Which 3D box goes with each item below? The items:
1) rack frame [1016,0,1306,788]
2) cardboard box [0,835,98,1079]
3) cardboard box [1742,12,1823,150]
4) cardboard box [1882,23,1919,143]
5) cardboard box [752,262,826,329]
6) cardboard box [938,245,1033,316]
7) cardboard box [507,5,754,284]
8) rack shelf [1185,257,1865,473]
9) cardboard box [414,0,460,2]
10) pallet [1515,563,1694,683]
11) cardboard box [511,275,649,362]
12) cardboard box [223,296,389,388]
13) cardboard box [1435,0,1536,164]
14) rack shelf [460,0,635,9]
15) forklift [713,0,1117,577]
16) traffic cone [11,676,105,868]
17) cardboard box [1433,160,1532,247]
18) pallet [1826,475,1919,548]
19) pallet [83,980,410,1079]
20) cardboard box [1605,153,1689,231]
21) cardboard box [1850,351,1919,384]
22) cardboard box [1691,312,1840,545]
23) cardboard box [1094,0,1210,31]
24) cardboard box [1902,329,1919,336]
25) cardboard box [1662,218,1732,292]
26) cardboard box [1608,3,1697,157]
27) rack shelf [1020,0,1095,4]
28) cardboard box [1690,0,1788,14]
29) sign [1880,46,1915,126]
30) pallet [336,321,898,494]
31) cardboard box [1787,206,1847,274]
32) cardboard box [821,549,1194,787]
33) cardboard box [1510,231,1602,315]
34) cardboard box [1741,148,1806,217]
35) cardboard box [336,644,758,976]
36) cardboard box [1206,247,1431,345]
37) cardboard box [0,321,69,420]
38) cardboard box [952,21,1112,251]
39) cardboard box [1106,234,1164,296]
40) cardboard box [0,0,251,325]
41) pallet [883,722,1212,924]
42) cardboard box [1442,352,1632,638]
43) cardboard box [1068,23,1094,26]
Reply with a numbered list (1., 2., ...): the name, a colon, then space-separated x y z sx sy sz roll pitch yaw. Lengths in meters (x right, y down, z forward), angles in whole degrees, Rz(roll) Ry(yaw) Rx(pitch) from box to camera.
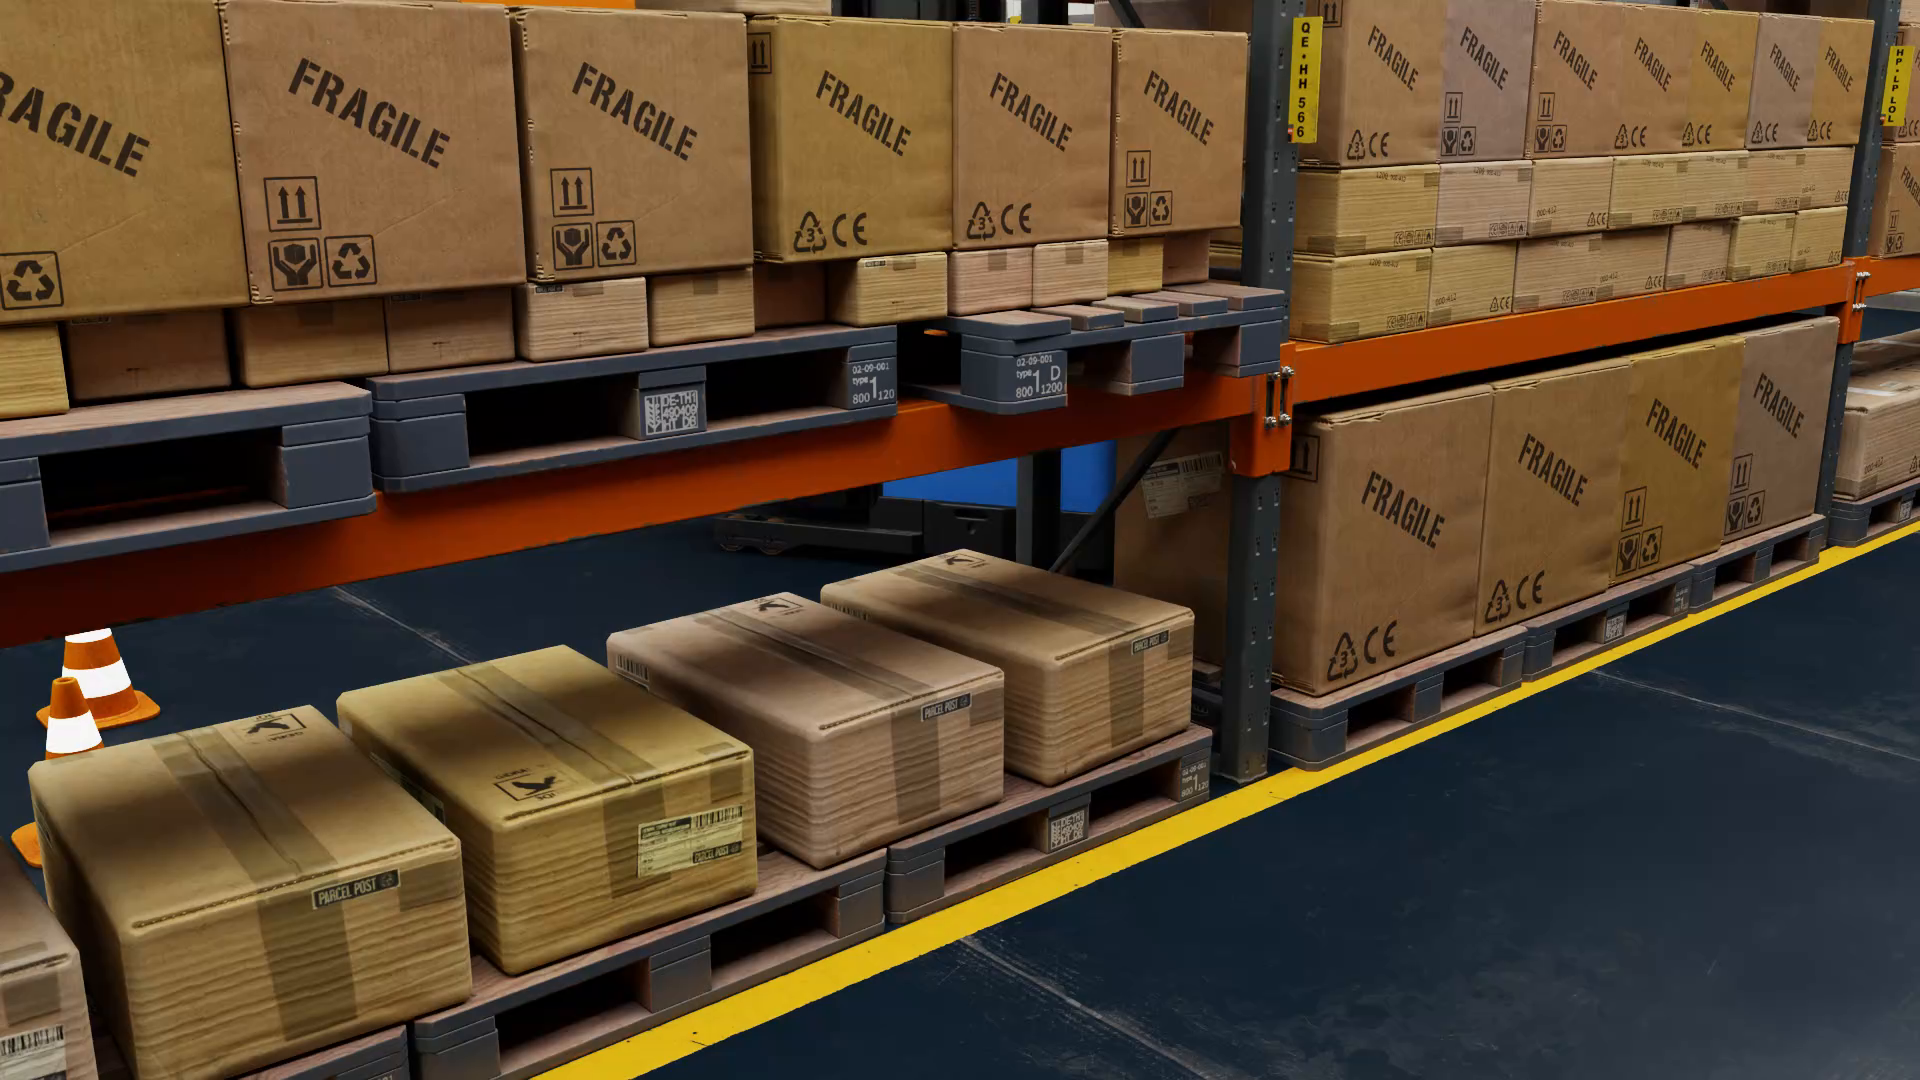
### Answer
1. rack frame: 0.559 -0.816 4.991 0.127 3.000 1.000 -13 19 -39
2. cardboard box: -2.064 0.839 3.074 0.625 0.372 0.950 -12 19 -39
3. cardboard box: 3.019 -1.811 6.586 0.500 0.500 0.500 -12 19 -38
4. cardboard box: 4.095 -2.058 7.511 0.500 0.500 0.500 -12 19 -39
5. cardboard box: -0.515 -0.576 3.769 0.250 0.149 0.380 -12 19 -39
6. cardboard box: -0.044 -0.644 4.021 0.250 0.149 0.380 -14 20 -42
7. cardboard box: -0.776 -0.812 3.392 0.500 0.500 0.500 -14 20 -42
8. rack shelf: 2.068 -0.807 6.352 4.000 0.370 1.077 -13 19 -39
9. cardboard box: -1.119 -1.061 3.070 0.250 0.149 0.380 -11 19 -36
10. pallet: 2.123 0.207 6.566 1.213 0.211 1.003 -13 19 -39
11. cardboard box: -0.832 -0.467 3.359 0.250 0.149 0.380 -12 19 -37
12. cardboard box: -1.255 -0.391 3.073 0.250 0.149 0.380 -12 19 -39
13. cardboard box: 1.460 -1.469 5.305 0.500 0.500 0.500 -13 19 -39
14. rack shelf: -4.437 -4.185 13.188 4.000 0.370 1.077 -13 19 -39
15. forklift: -0.595 -1.470 7.573 3.031 2.935 1.130 5 16 19
16. traffic cone: -2.442 0.605 4.588 0.334 0.463 0.336 -13 19 -39
17. cardboard box: 1.494 -1.110 5.414 0.500 0.250 0.500 -12 19 -38
18. pallet: 4.202 -0.260 8.313 1.213 0.211 1.003 -13 19 -39
19. pallet: -1.872 1.077 3.309 1.213 0.211 1.003 -13 19 -39
20. cardboard box: 2.270 -1.275 6.033 0.500 0.250 0.500 -12 19 -38
21. cardboard box: 4.796 -0.696 8.692 0.875 0.438 0.875 -13 20 -41
22. cardboard box: 3.162 -0.549 7.296 0.875 0.875 0.875 -12 19 -38
23. cardboard box: 0.778 -1.486 5.368 0.500 0.500 0.500 -13 20 -41
24. cardboard box: 6.162 -1.005 9.850 0.875 0.438 0.875 -14 20 -41
25. cardboard box: 2.626 -1.128 6.451 0.500 0.250 0.500 -13 20 -41
26. cardboard box: 2.243 -1.638 5.940 0.500 0.500 0.500 -12 19 -38
27. rack shelf: 1.760 -3.880 12.046 4.000 0.370 1.077 -13 19 -39
28. cardboard box: 3.600 -2.452 7.729 0.250 0.149 0.380 -13 20 -40
29. sign: 3.940 -1.910 6.999 0.005 0.325 0.100 -13 19 -39
30. pallet: -0.907 -0.380 3.730 1.213 0.211 1.003 -13 19 -39
31. cardboard box: 3.404 -1.296 7.079 0.500 0.250 0.500 -13 20 -41
32. cardboard box: 0.126 0.345 4.925 0.625 0.372 0.950 -14 21 -43
33. cardboard box: 1.869 -0.955 5.804 0.500 0.250 0.500 -12 19 -38
34. cardboard box: 3.032 -1.454 6.703 0.500 0.250 0.500 -12 19 -38
35. cardboard box: -1.001 0.599 3.974 0.625 0.372 0.950 -12 19 -38
36. cardboard box: 1.094 -0.777 5.137 0.500 0.250 0.500 -13 20 -40
37. cardboard box: -1.640 -0.292 2.705 0.250 0.149 0.380 -12 19 -38
38. cardboard box: 0.016 -0.990 4.059 0.500 0.500 0.500 -13 20 -40
39. cardboard box: 0.312 -0.736 4.367 0.250 0.149 0.380 -12 19 -39
40. cardboard box: -1.539 -0.641 2.755 0.500 0.500 0.500 -13 19 -39
41. pallet: -0.031 0.664 4.856 1.213 0.211 1.003 -13 19 -39
42. cardboard box: 1.810 -0.243 6.151 0.875 0.875 0.875 -12 19 -39
43. cardboard box: 0.751 -3.144 11.000 0.500 0.500 0.500 -12 19 -38
